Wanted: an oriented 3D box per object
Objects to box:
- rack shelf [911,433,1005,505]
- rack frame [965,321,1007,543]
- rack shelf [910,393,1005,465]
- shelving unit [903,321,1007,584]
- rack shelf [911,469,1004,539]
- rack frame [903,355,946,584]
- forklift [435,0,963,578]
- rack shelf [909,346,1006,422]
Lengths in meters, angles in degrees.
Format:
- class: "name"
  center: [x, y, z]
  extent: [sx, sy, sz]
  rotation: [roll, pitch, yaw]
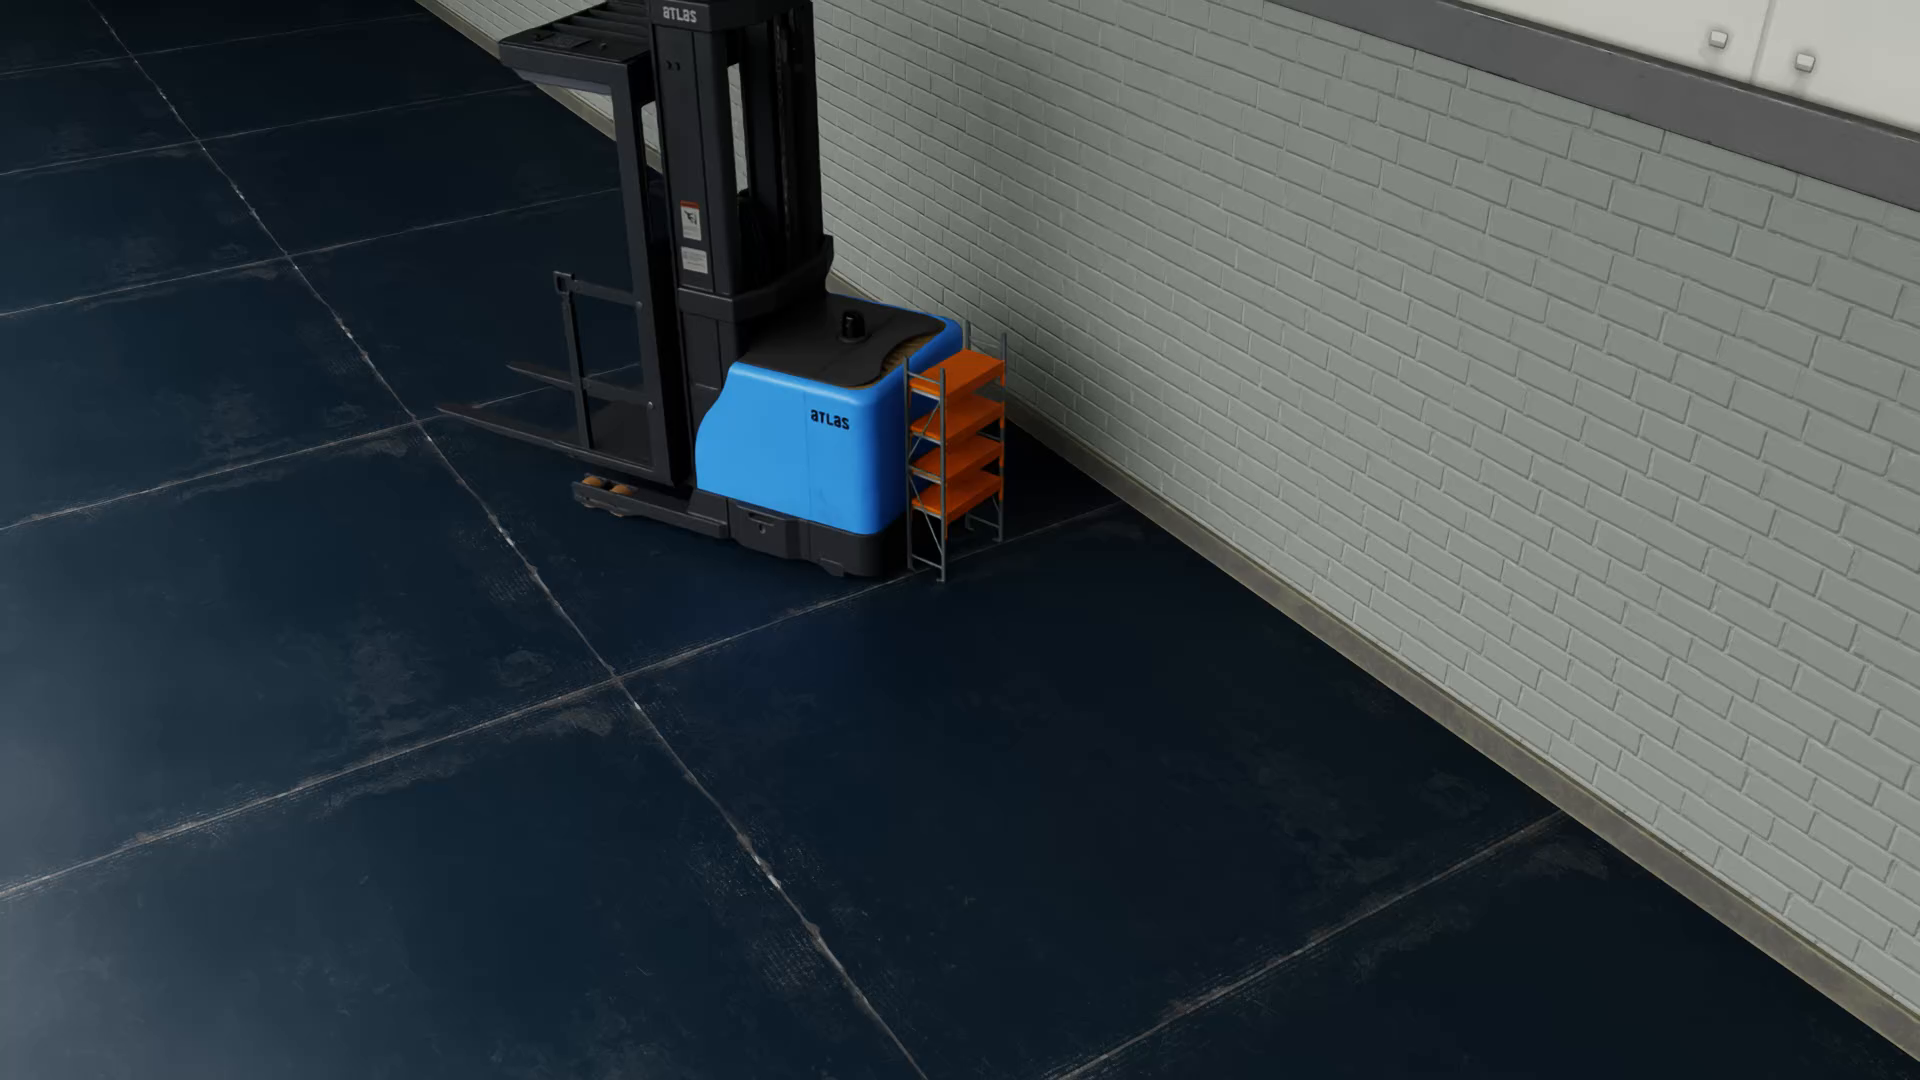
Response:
- class: "rack shelf"
  center: [-0.021, -0.376, 8.347]
  extent: [0.258, 0.148, 0.480]
  rotation: [22, 38, 31]
- class: "rack frame"
  center: [0.127, -0.536, 8.475]
  extent: [0.240, 1.200, 0.015]
  rotation: [22, 38, 31]
- class: "rack shelf"
  center: [-0.021, -0.565, 8.228]
  extent: [0.258, 0.148, 0.480]
  rotation: [22, 38, 31]
- class: "shelving unit"
  center: [-0.021, -0.433, 8.311]
  extent: [0.258, 1.200, 0.503]
  rotation: [22, 38, 31]
- class: "rack shelf"
  center: [-0.021, -0.208, 8.453]
  extent: [0.258, 0.148, 0.480]
  rotation: [22, 38, 31]
- class: "rack frame"
  center: [-0.169, -0.329, 8.147]
  extent: [0.240, 1.200, 0.015]
  rotation: [22, 38, 31]
- class: "forklift"
  center: [-1.519, -1.597, 8.535]
  extent: [3.031, 2.935, 1.130]
  rotation: [16, 35, 23]
- class: "rack shelf"
  center: [-0.021, -0.765, 8.101]
  extent: [0.258, 0.148, 0.480]
  rotation: [22, 38, 31]
